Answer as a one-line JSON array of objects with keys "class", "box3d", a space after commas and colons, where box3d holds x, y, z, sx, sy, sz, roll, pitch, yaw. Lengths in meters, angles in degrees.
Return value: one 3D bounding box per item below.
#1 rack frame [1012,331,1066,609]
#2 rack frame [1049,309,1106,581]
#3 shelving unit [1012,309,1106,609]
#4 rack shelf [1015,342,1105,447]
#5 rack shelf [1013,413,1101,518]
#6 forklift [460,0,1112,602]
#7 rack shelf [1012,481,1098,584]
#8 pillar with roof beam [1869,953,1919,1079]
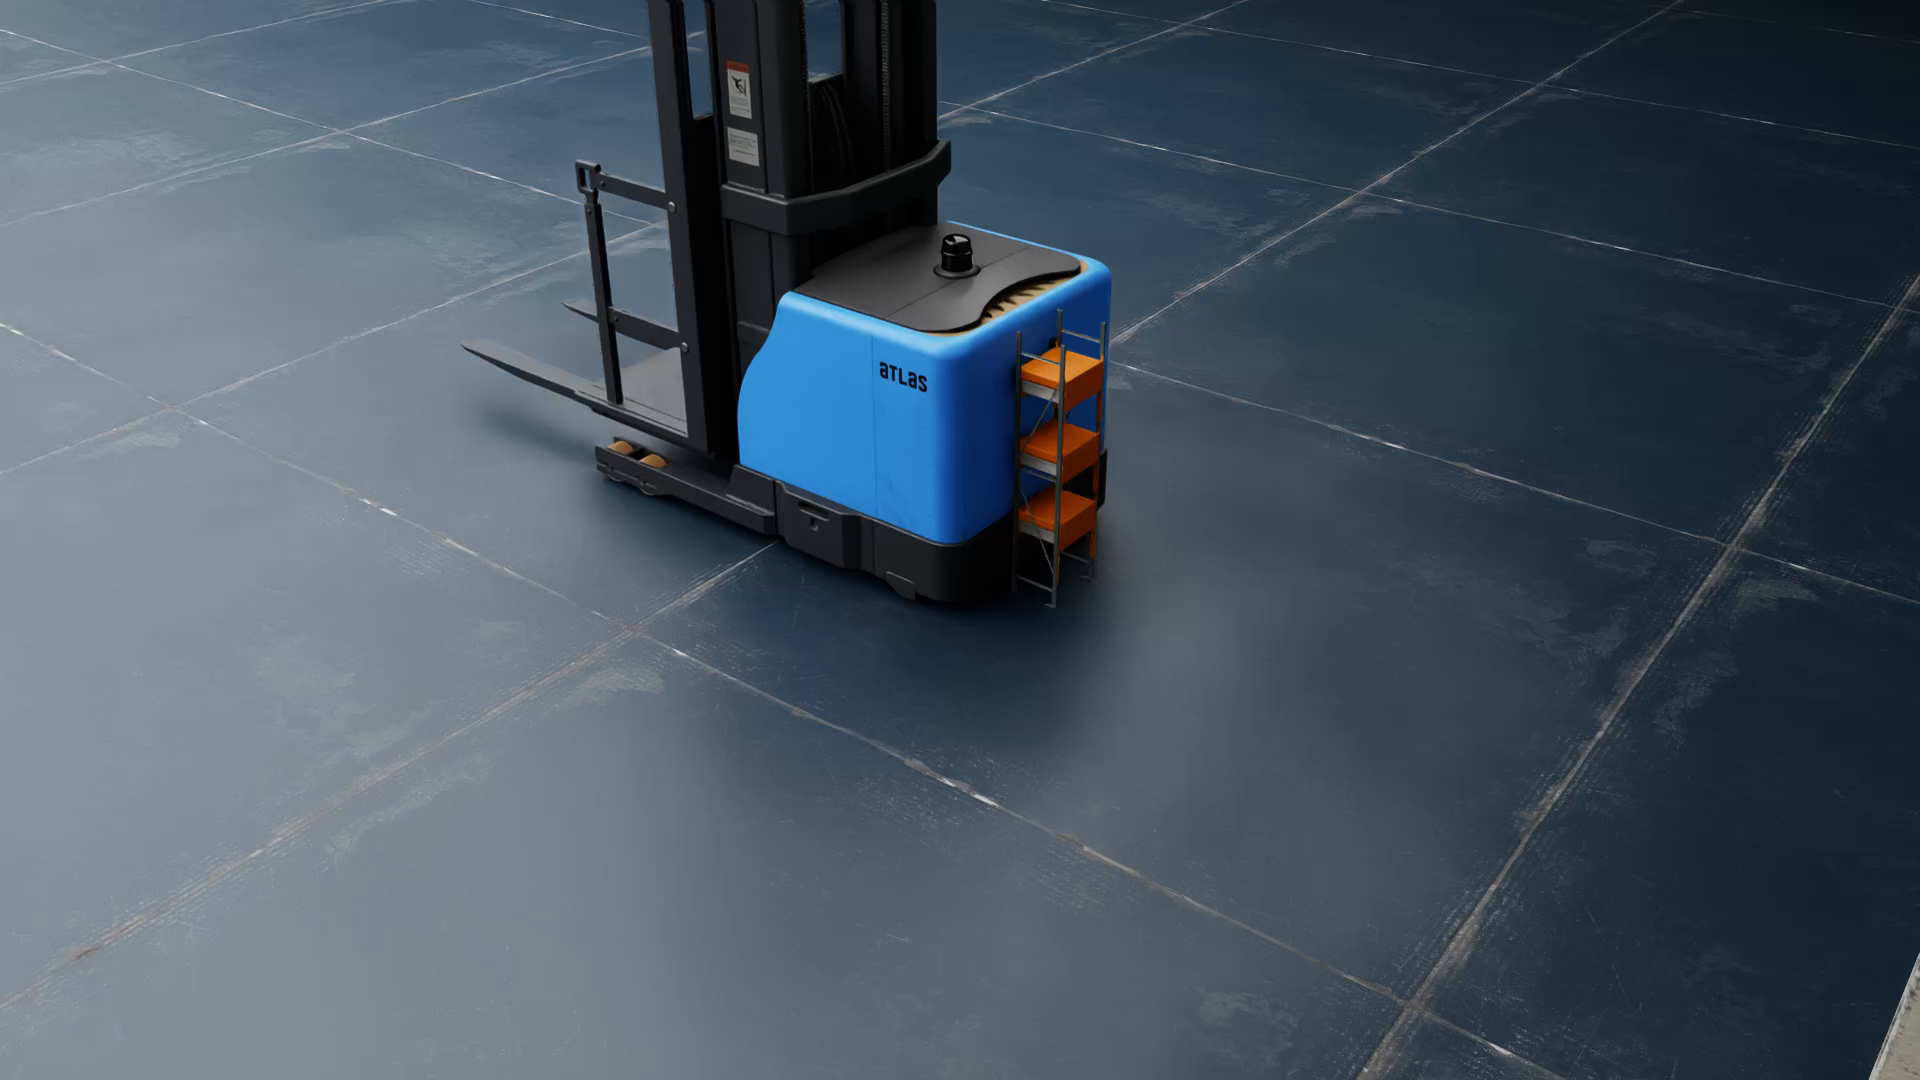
[{"class": "rack frame", "box3d": [0.275, -0.230, 5.900, 0.200, 1.050, 0.008, 22, 37, 32]}, {"class": "rack frame", "box3d": [0.424, -0.329, 6.066, 0.200, 1.050, 0.008, 22, 37, 32]}, {"class": "shelving unit", "box3d": [0.349, -0.279, 5.983, 0.215, 1.050, 0.252, 22, 37, 32]}, {"class": "rack shelf", "box3d": [0.349, -0.514, 5.844, 0.215, 0.259, 0.240, 22, 37, 32]}, {"class": "rack shelf", "box3d": [0.349, -0.270, 5.989, 0.215, 0.259, 0.240, 22, 37, 32]}, {"class": "forklift", "box3d": [-0.894, -1.634, 6.425, 3.031, 2.935, 1.130, 22, 37, 32]}, {"class": "rack shelf", "box3d": [0.349, -0.031, 6.131, 0.215, 0.259, 0.240, 22, 37, 32]}, {"class": "pillar with roof beam", "box3d": [-1.286, -3.587, 3.769, 9.100, 9.000, 0.400, 21, 37, 31]}]
